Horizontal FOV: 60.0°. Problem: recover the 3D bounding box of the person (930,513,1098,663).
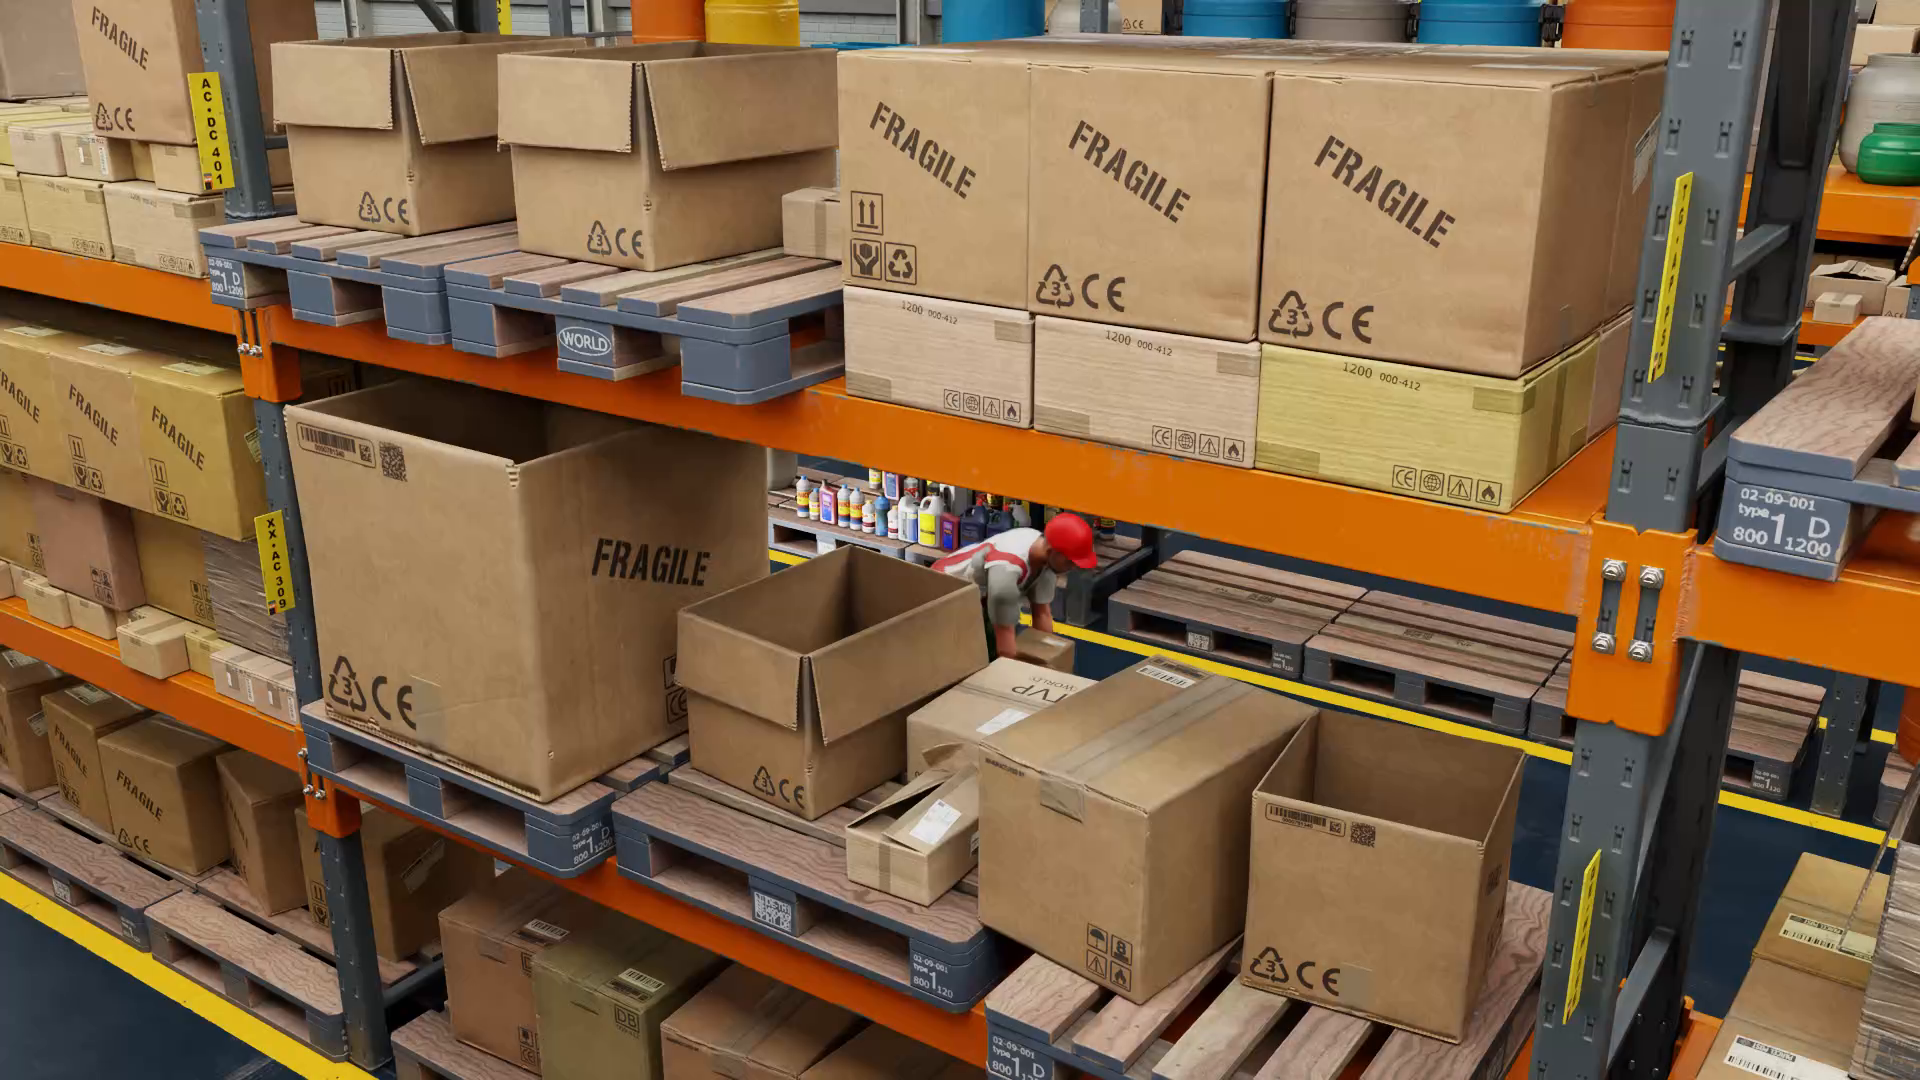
[{"bbox_3d":[0.207,0.508,7.632,0.872,1.434,0.493,12,23,31],"label":"person"}]
